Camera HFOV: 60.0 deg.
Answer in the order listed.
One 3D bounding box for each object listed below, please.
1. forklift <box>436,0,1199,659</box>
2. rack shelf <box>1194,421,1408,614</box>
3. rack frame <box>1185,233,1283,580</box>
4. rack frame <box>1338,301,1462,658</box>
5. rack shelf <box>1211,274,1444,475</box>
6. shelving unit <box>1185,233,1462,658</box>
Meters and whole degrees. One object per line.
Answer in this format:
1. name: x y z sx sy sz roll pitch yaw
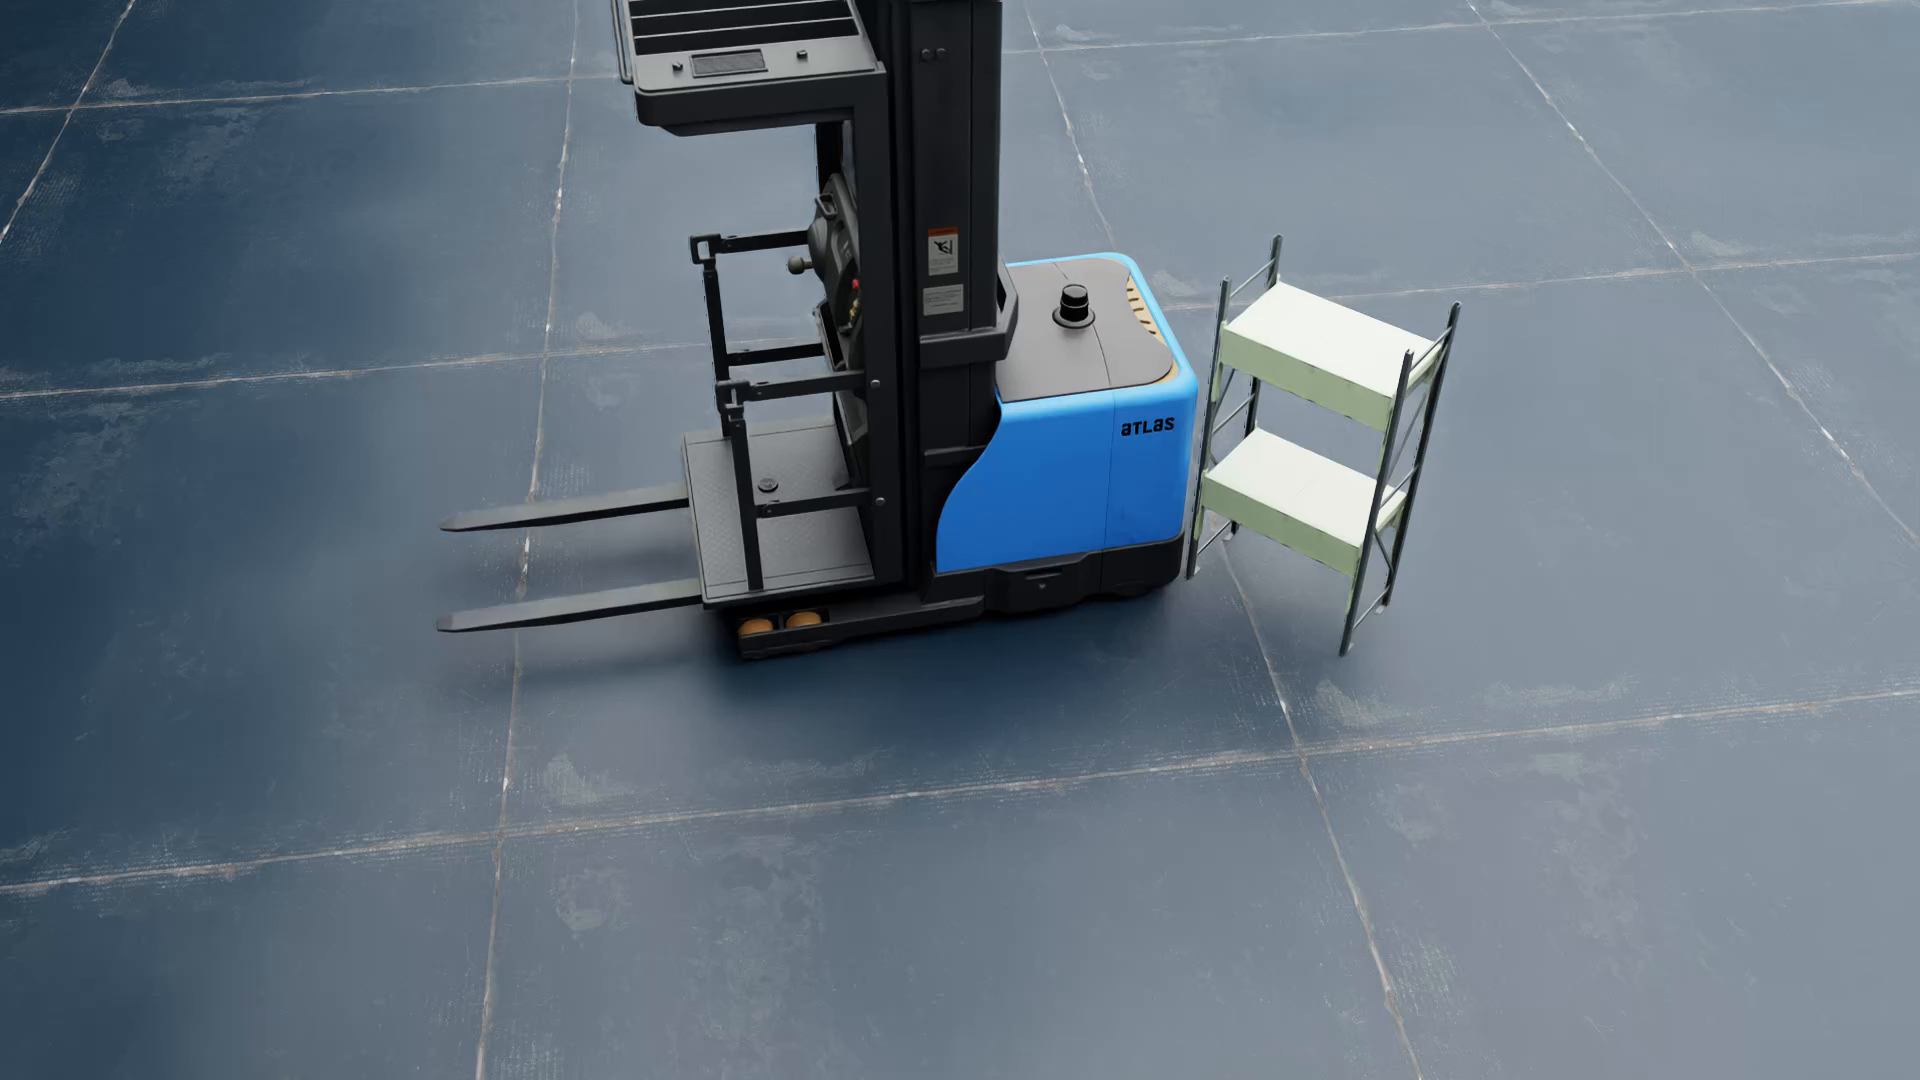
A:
1. forklift: -0.642 -0.998 6.168 3.031 2.935 1.130 -8 43 -9
2. rack shelf: 1.377 -0.101 6.728 0.720 0.370 0.431 28 49 27
3. rack frame: 1.090 -0.495 6.679 0.023 1.500 0.400 28 49 27
4. rack frame: 1.665 -0.191 6.342 0.023 1.500 0.400 28 49 27
5. rack shelf: 1.377 -0.632 6.249 0.720 0.370 0.431 28 49 27
6. shelving unit: 1.377 -0.343 6.510 0.755 1.500 0.431 28 49 27
